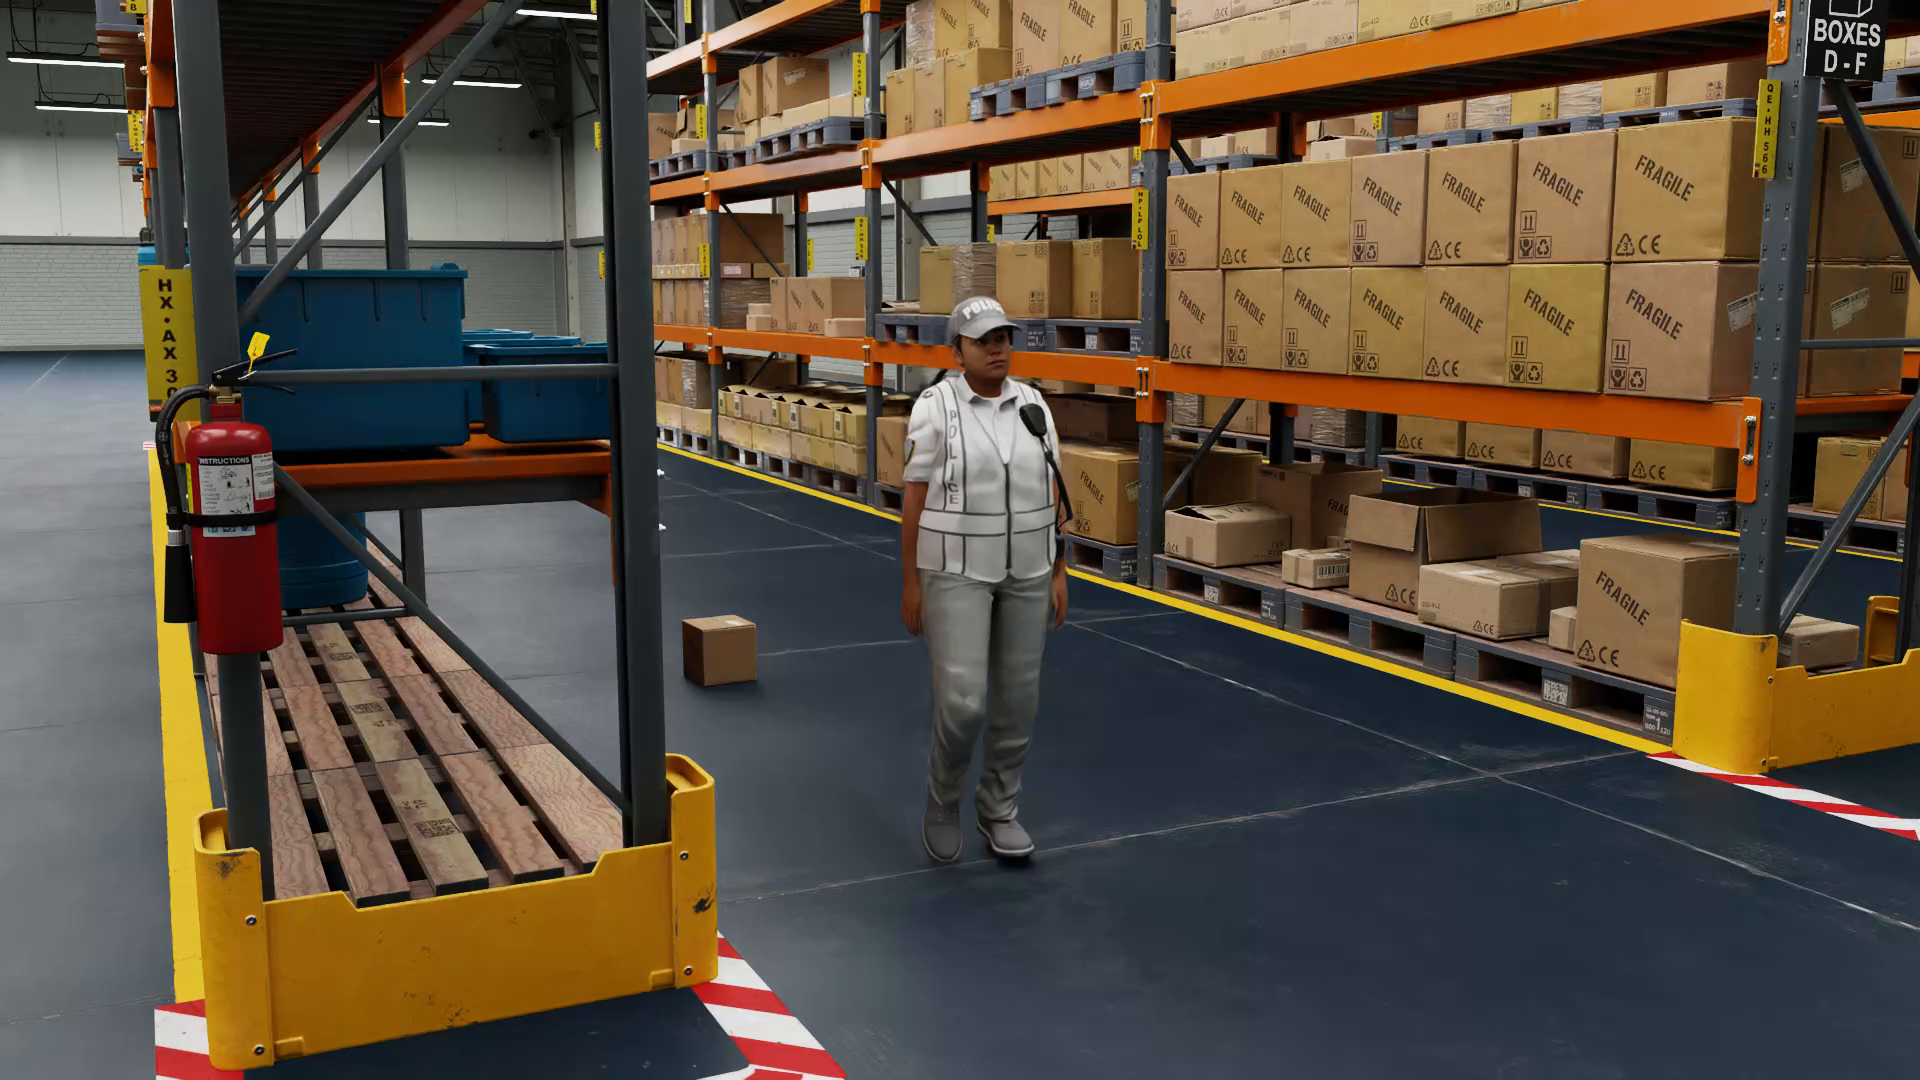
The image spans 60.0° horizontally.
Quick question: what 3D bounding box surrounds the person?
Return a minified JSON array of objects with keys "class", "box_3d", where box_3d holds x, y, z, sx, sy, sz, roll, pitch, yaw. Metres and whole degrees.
[{"class":"person","box_3d":[0.095,0.134,4.881,0.499,1.681,0.450,-4,9,-22]}]
